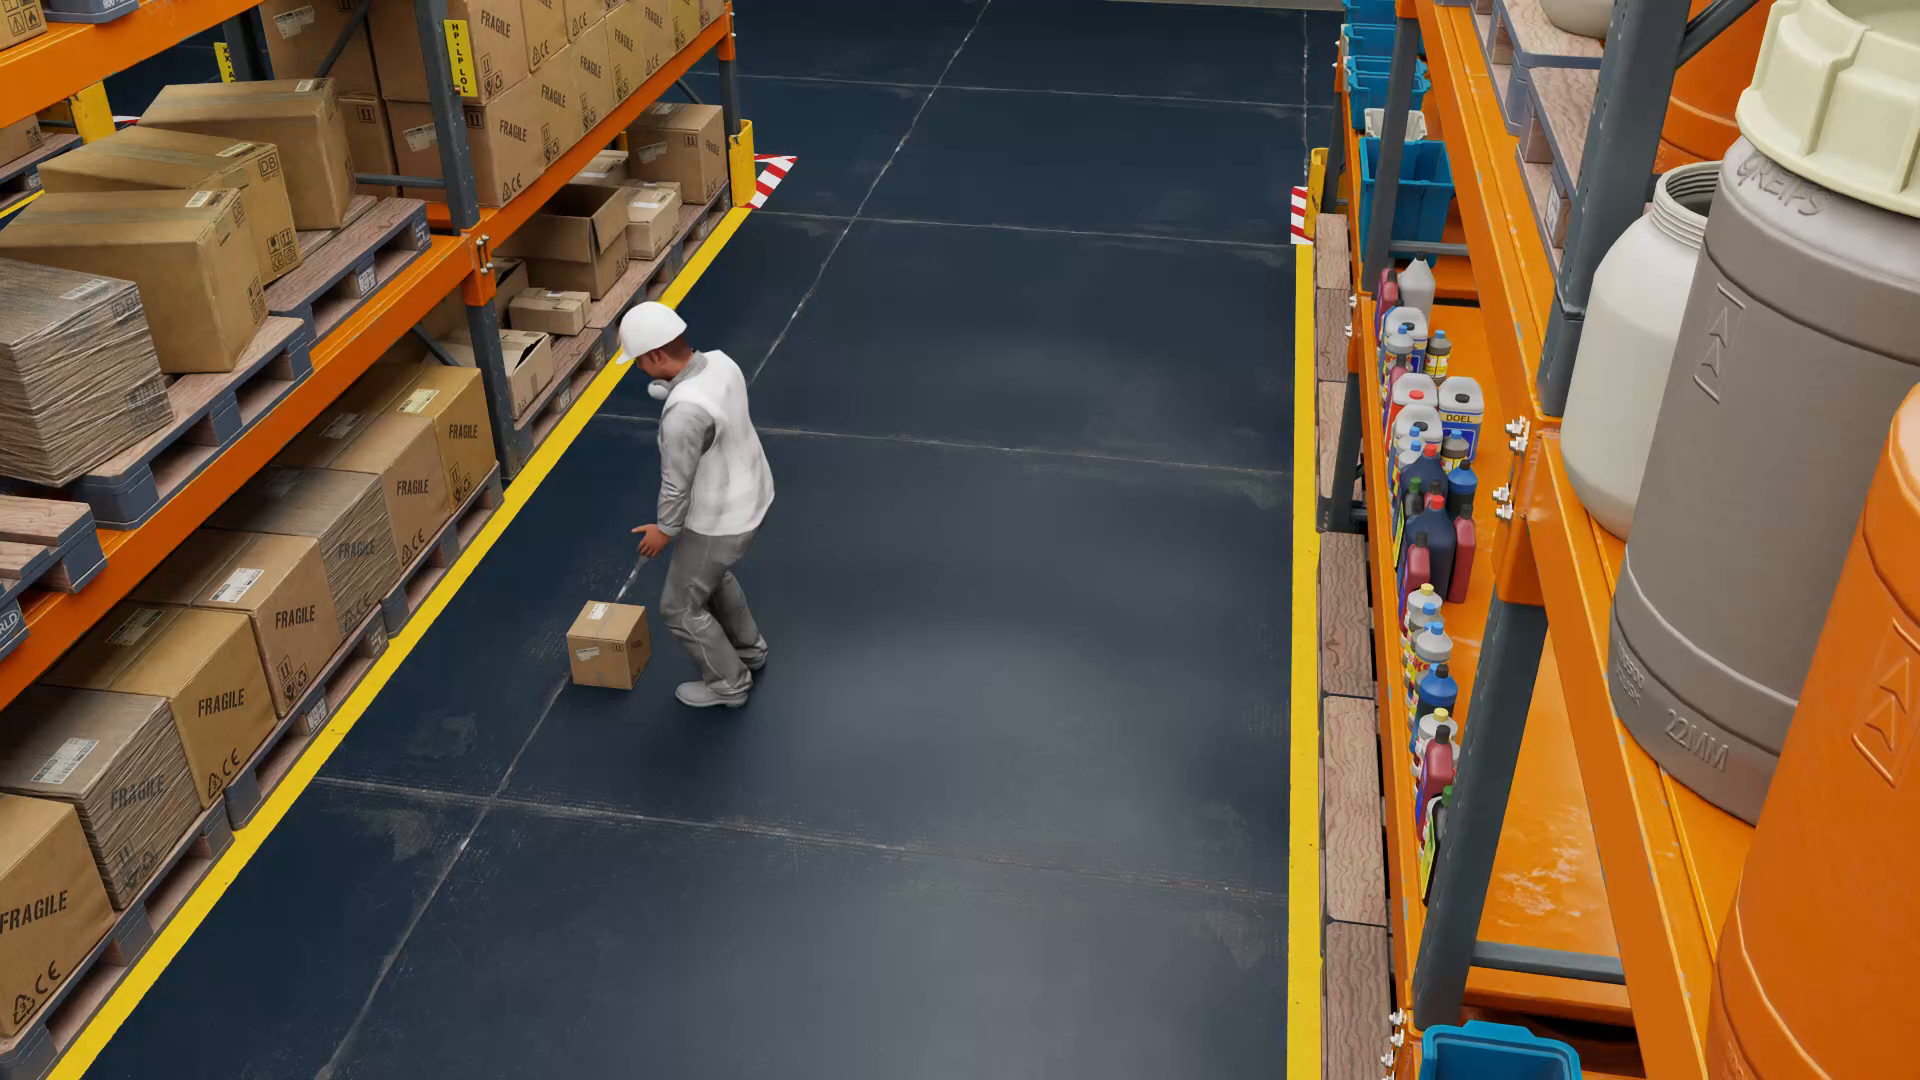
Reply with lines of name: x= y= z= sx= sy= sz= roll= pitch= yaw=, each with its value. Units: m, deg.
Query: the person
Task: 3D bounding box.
person: x=-0.994 y=-0.117 z=6.381 sx=0.514 sy=1.695 sz=0.567 roll=6 pitch=33 yaw=9
